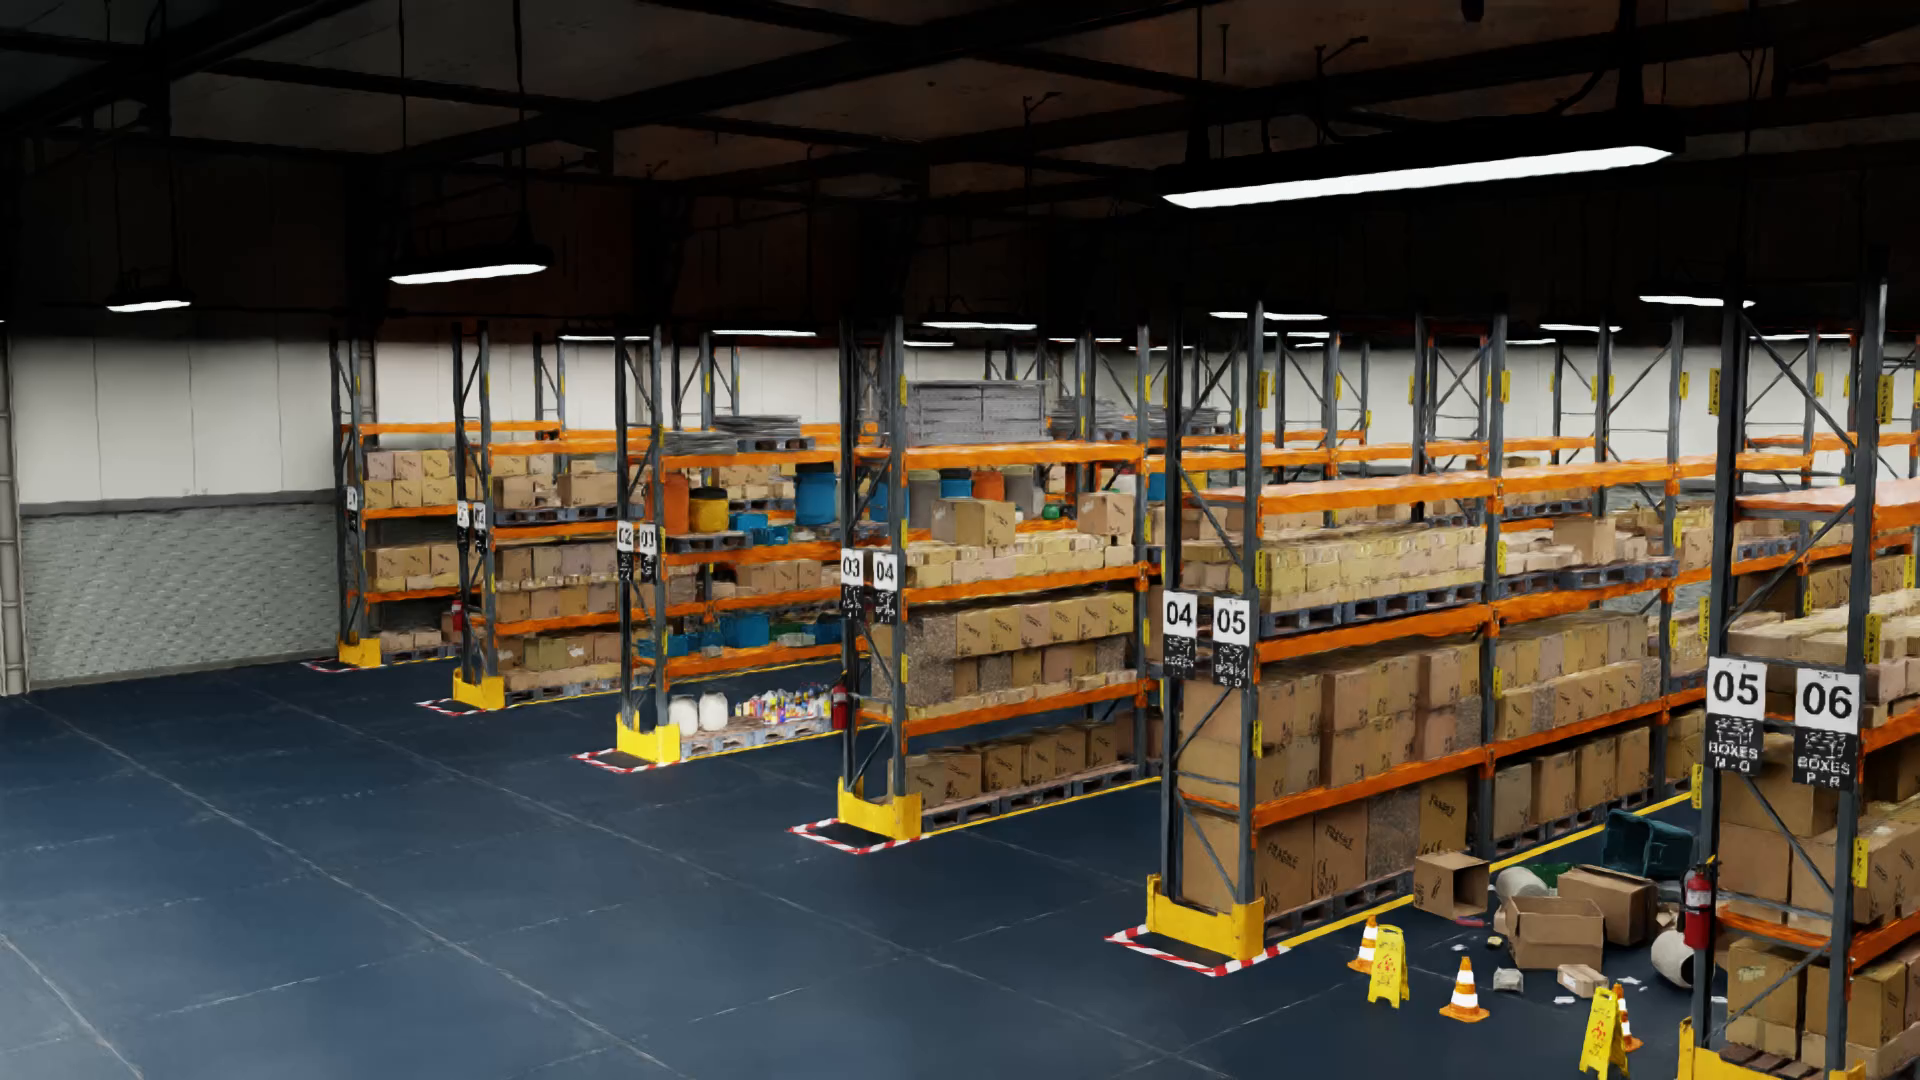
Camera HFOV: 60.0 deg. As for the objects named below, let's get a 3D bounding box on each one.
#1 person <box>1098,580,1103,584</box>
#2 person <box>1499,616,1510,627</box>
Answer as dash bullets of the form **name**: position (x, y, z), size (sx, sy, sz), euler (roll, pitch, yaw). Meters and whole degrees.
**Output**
- **person**: position (3.167, 0.501, 37.985), size (0.468, 1.794, 0.625), euler (3, 6, 27)
- **person**: position (8.089, 1.844, 24.899), size (1.122, 1.706, 0.566), euler (-5, 7, -40)
